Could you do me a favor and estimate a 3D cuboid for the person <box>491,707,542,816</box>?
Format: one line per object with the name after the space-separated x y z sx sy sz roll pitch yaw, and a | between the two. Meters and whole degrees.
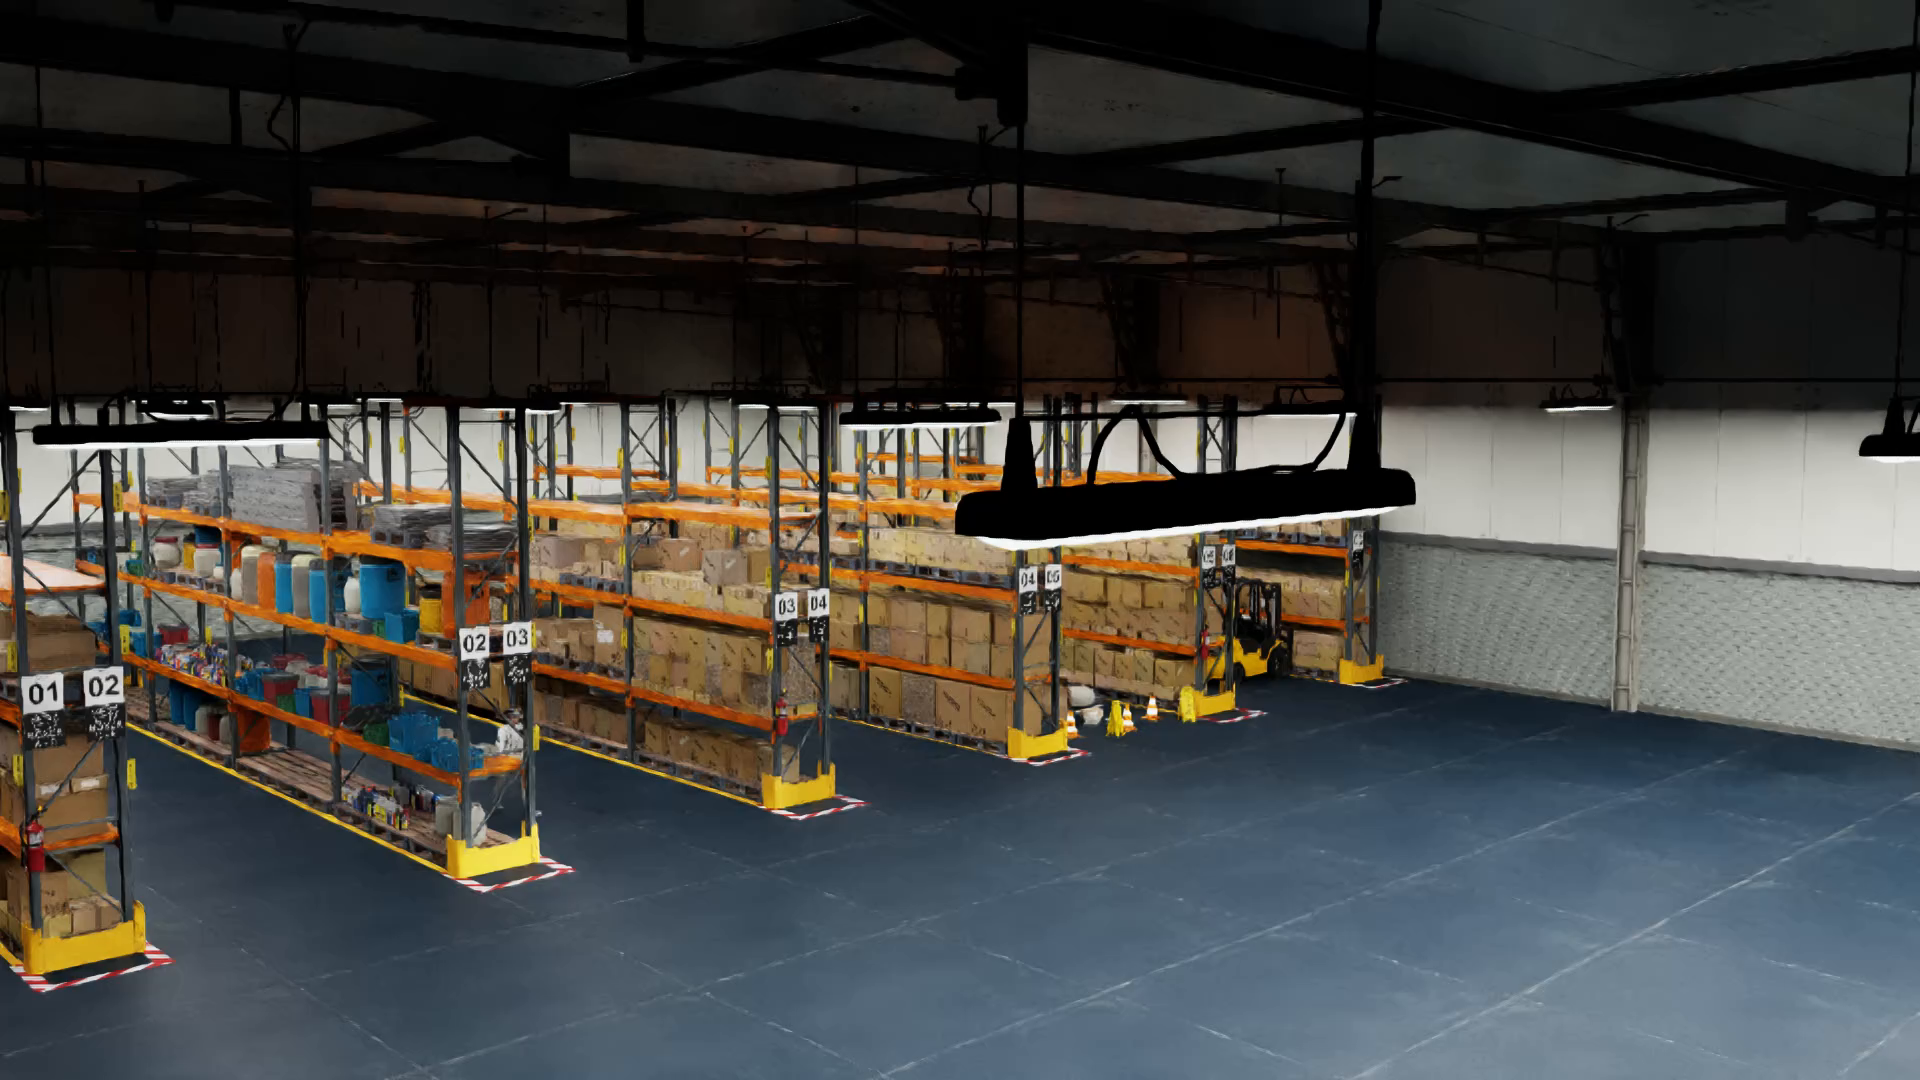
-6.498 3.190 24.120 0.495 1.589 1.086 -5 7 -41 | person
